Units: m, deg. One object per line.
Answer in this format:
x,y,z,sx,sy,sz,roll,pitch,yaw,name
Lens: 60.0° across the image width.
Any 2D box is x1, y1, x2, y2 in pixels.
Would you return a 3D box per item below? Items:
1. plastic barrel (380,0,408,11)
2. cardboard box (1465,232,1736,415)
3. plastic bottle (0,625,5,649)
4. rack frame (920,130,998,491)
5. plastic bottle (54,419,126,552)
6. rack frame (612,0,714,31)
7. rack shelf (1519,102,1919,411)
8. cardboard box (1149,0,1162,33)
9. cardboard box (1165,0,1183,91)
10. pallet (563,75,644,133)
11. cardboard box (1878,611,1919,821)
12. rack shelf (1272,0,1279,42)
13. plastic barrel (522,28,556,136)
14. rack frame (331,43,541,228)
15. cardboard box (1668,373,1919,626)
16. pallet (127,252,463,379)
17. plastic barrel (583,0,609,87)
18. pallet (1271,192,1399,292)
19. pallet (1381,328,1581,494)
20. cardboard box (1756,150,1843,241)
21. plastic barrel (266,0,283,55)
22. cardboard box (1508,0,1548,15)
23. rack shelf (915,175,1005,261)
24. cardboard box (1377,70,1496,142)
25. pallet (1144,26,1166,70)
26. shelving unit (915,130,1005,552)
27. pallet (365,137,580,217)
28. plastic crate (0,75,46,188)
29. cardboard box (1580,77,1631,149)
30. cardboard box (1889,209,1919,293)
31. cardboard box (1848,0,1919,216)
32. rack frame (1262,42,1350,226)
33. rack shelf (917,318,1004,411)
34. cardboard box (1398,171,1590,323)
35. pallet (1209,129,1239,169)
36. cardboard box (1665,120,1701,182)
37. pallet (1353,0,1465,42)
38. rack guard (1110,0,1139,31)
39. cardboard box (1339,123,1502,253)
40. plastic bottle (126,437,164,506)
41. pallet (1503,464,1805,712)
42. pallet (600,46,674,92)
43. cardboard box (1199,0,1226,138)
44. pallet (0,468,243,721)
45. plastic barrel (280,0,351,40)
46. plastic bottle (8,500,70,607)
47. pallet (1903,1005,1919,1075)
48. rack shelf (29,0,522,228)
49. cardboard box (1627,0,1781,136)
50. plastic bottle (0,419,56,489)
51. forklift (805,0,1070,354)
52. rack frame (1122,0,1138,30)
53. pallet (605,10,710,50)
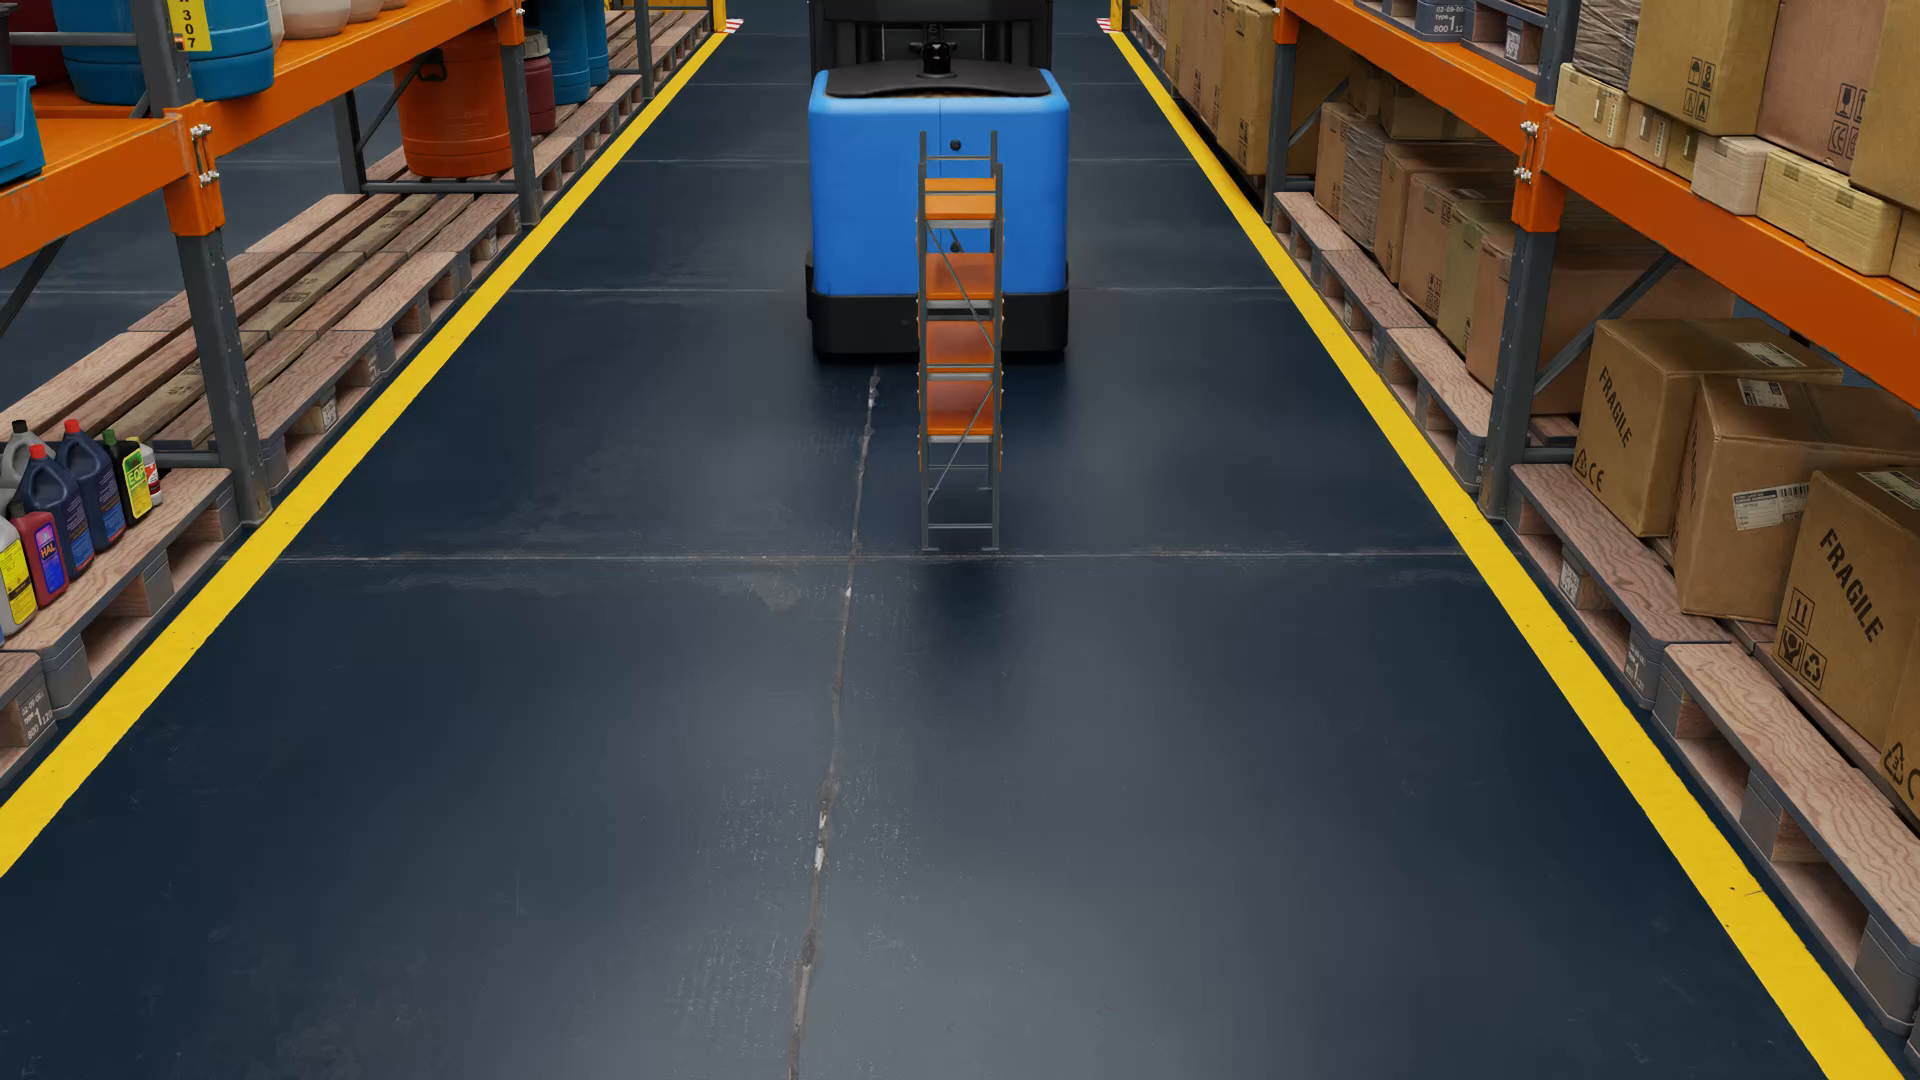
-2.562,-2.531,7.070,0.421,0.512,0.421,0,24,0,plastic barrel
2.220,-0.765,5.801,0.700,0.500,0.500,-2,24,-5,cardboard box
-2.449,0.155,4.038,0.152,0.276,0.135,0,24,0,plastic bottle
-0.004,-0.715,5.376,0.240,1.200,0.015,0,24,-1,rack frame
-2.453,-0.158,4.639,0.144,0.351,0.185,-1,24,-2,plastic bottle
-2.879,-6.373,15.701,1.000,3.000,0.127,0,24,-1,rack frame
2.227,-0.299,3.143,1.077,0.370,4.000,0,24,-1,rack shelf
2.171,-4.980,14.690,0.875,0.875,0.875,0,24,-1,cardboard box
2.145,-3.707,11.874,1.225,0.875,0.875,0,24,0,cardboard box
-2.868,-3.136,11.928,1.003,0.211,1.213,0,24,-1,pallet
2.230,0.384,3.285,0.500,0.500,0.500,2,24,4,cardboard box
2.139,-3.595,10.432,1.077,0.370,4.000,0,24,-1,rack shelf
-2.826,-2.836,10.297,0.600,0.588,0.708,0,24,-1,plastic barrel
-2.791,-3.077,8.412,1.000,3.000,0.127,0,24,-1,rack frame
2.183,-0.102,4.359,0.500,0.500,0.500,8,25,16,cardboard box
-2.811,-0.985,7.172,1.003,0.211,1.213,0,24,-1,pallet
-2.846,-3.736,11.907,0.600,0.901,0.708,0,24,-1,plastic barrel
2.168,-1.506,8.324,1.003,0.211,1.213,0,24,-1,pallet
2.195,-0.501,6.101,1.003,0.211,1.213,0,24,-1,pallet
1.945,-0.731,3.531,0.380,0.149,0.250,0,24,-1,cardboard box
-2.539,-1.885,5.614,0.433,0.535,0.433,0,24,0,plastic barrel
2.336,-2.243,5.332,1.000,1.000,1.000,0,24,0,cardboard box
-0.002,-0.973,4.992,0.258,0.148,0.480,0,24,-1,rack shelf
2.215,-2.008,7.638,0.500,0.250,0.500,2,24,5,cardboard box
2.171,-4.294,14.488,1.003,0.211,1.213,0,24,-1,pallet
-0.002,-0.615,5.154,0.258,1.200,0.503,0,24,-1,shelving unit
-2.842,-2.131,9.705,1.003,0.211,1.213,0,24,-1,pallet
-2.464,-0.906,3.793,0.499,0.251,0.616,0,24,-1,plastic crate
1.896,-1.143,4.442,0.380,0.149,0.250,0,24,-1,cardboard box
1.984,-0.525,3.076,0.380,0.149,0.250,0,24,-1,cardboard box
2.189,-0.828,2.958,0.875,0.500,0.500,0,24,-1,cardboard box
2.161,-3.099,8.462,1.000,3.000,0.127,0,24,-1,rack frame
-0.002,-0.554,5.181,0.258,0.148,0.480,0,24,-1,rack shelf
2.227,-1.192,6.746,0.700,0.500,0.500,-2,24,-5,cardboard box
2.218,-2.655,10.864,1.003,0.211,1.213,0,24,-1,pallet
1.939,-0.937,3.987,0.380,0.149,0.250,0,24,-1,cardboard box
2.224,-2.196,6.698,1.003,0.211,1.213,0,24,-1,pallet
2.074,-5.266,16.287,1.175,0.500,0.348,0,24,-1,rack guard
2.207,-1.656,7.771,0.700,0.500,0.500,-2,24,-5,cardboard box
-2.432,-0.206,4.927,0.097,0.201,0.097,0,24,0,plastic bottle
2.248,0.097,4.780,1.003,0.211,1.213,0,24,-1,pallet
-2.882,-3.757,13.301,1.003,0.211,1.213,0,24,-1,pallet
2.173,-2.974,10.254,1.225,0.875,0.875,0,24,0,cardboard box
-2.782,0.119,4.730,1.003,0.211,1.213,0,24,-1,pallet
-2.547,-2.188,6.282,0.433,0.535,0.433,0,24,0,plastic barrel
-2.407,0.019,4.330,0.061,0.283,0.133,1,24,3,plastic bottle
2.274,1.102,2.557,1.003,0.211,1.213,0,24,-1,pallet
-2.770,-1.925,6.738,1.077,0.370,4.000,0,24,-1,rack shelf
2.118,-1.240,3.869,0.875,0.500,0.500,0,24,-1,cardboard box
-2.597,-0.157,4.638,0.144,0.351,0.185,0,24,-1,plastic bottle
-0.142,-2.656,7.567,1.130,2.935,3.031,-1,24,-2,forklift
2.074,-6.395,15.750,1.000,3.000,0.127,0,24,-1,rack frame
-2.908,-4.763,15.524,1.003,0.211,1.213,0,24,-1,pallet
